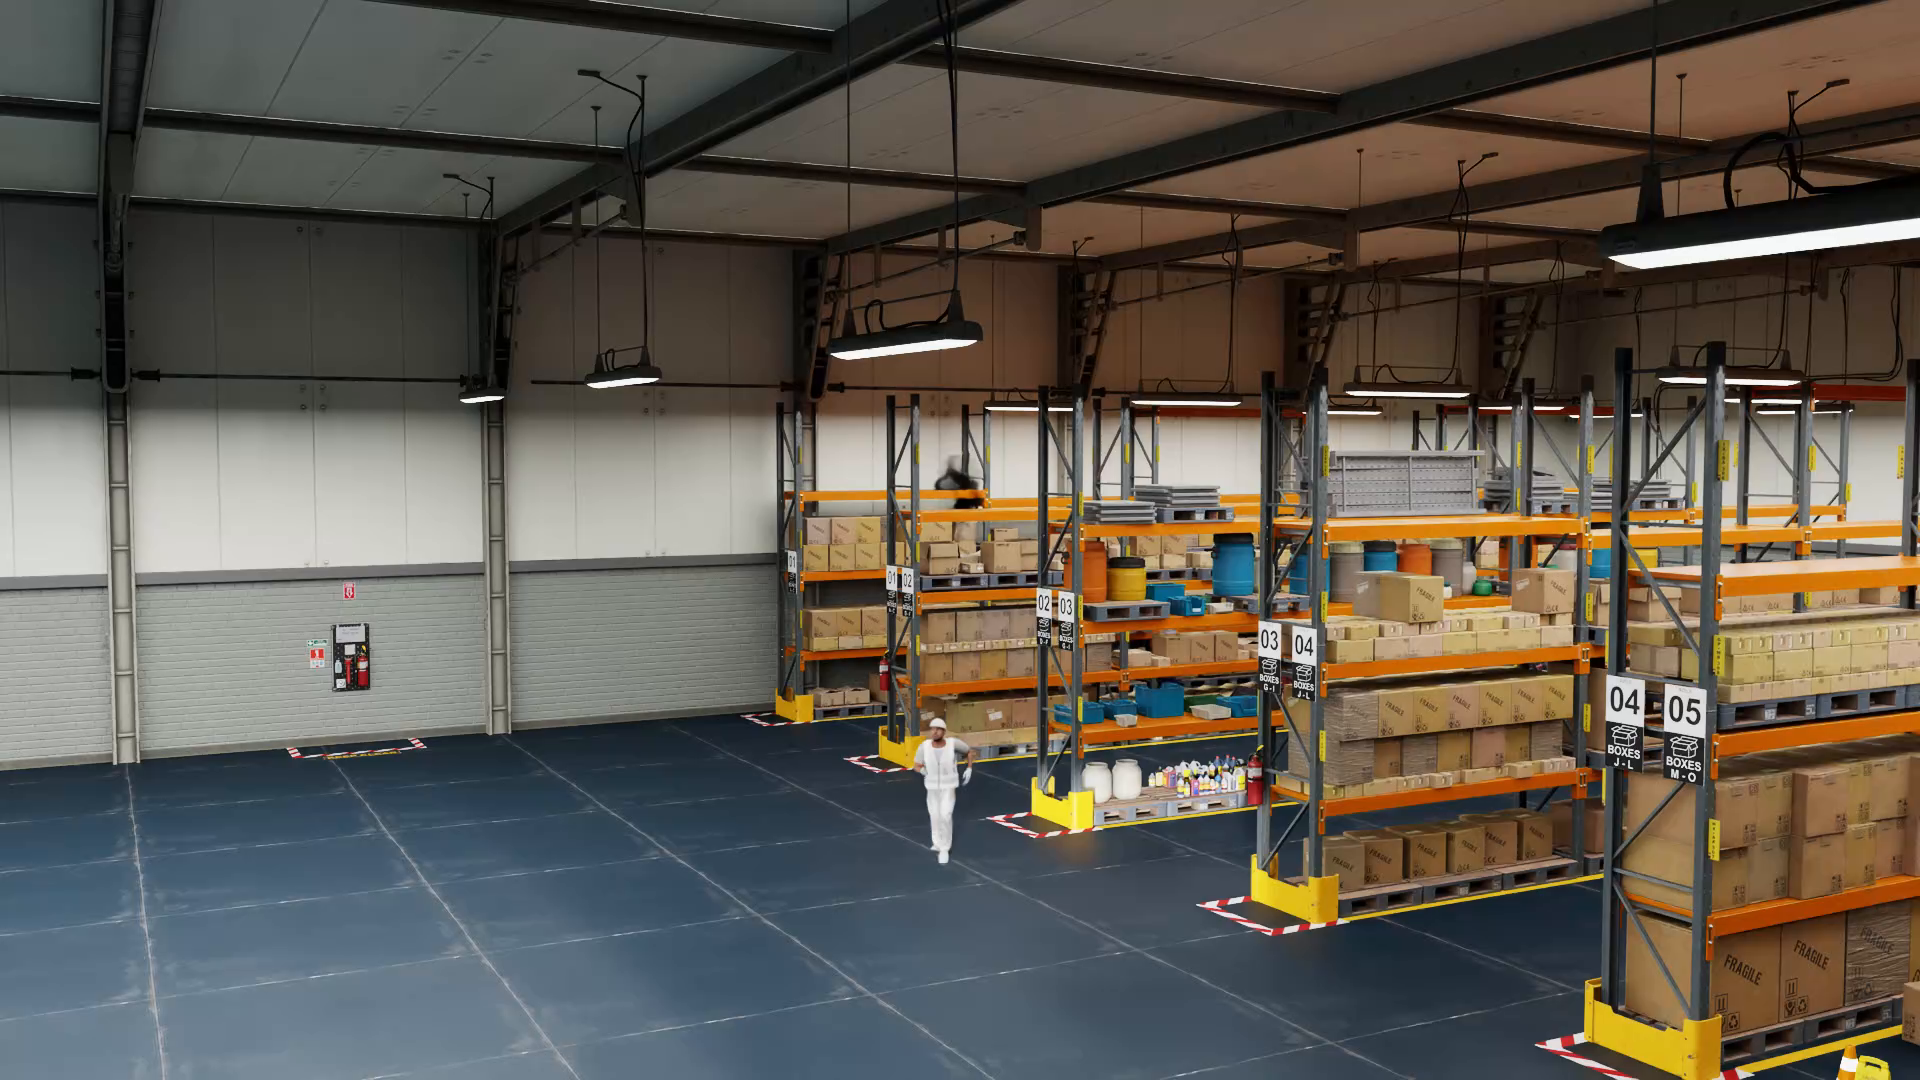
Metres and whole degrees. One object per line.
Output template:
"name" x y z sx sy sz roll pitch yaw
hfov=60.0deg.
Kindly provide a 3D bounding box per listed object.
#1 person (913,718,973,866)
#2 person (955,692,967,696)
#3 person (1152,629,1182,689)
"person" -0.220 3.104 20.680 0.694 1.807 0.901 1 3 13
"person" 0.097 2.364 29.729 0.733 1.783 0.671 -2 4 -30
"person" 4.056 2.329 32.668 0.528 1.613 0.613 -2 4 -33
